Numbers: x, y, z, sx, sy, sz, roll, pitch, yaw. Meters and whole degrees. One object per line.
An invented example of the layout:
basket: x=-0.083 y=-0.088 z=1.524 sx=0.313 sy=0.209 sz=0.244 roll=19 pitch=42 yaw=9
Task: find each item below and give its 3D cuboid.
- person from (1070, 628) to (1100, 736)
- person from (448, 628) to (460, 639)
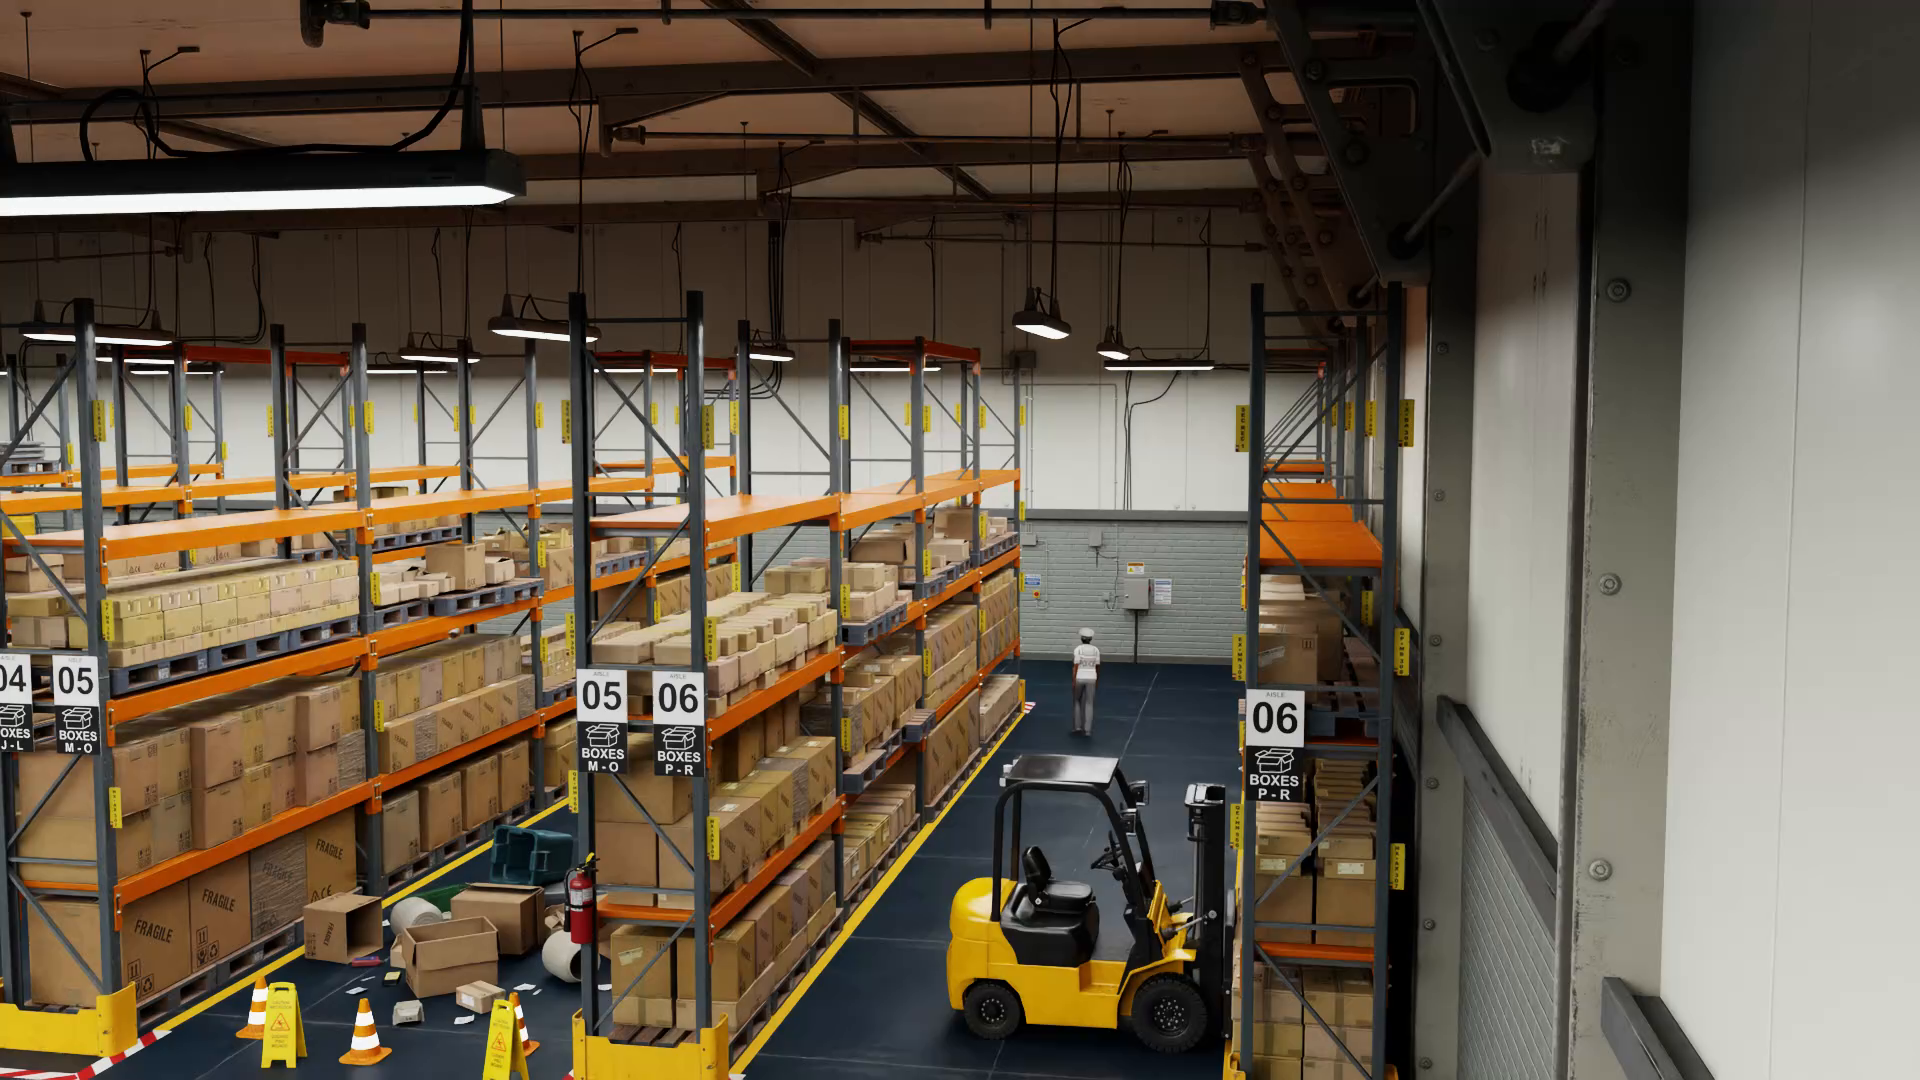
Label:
person: x=1.976 y=2.249 z=26.144 sx=0.460 sy=1.711 sz=0.687 roll=0 pitch=5 yaw=-2
person: x=-8.196 y=2.177 z=27.134 sx=0.570 sy=1.645 sz=0.596 roll=0 pitch=5 yaw=0
